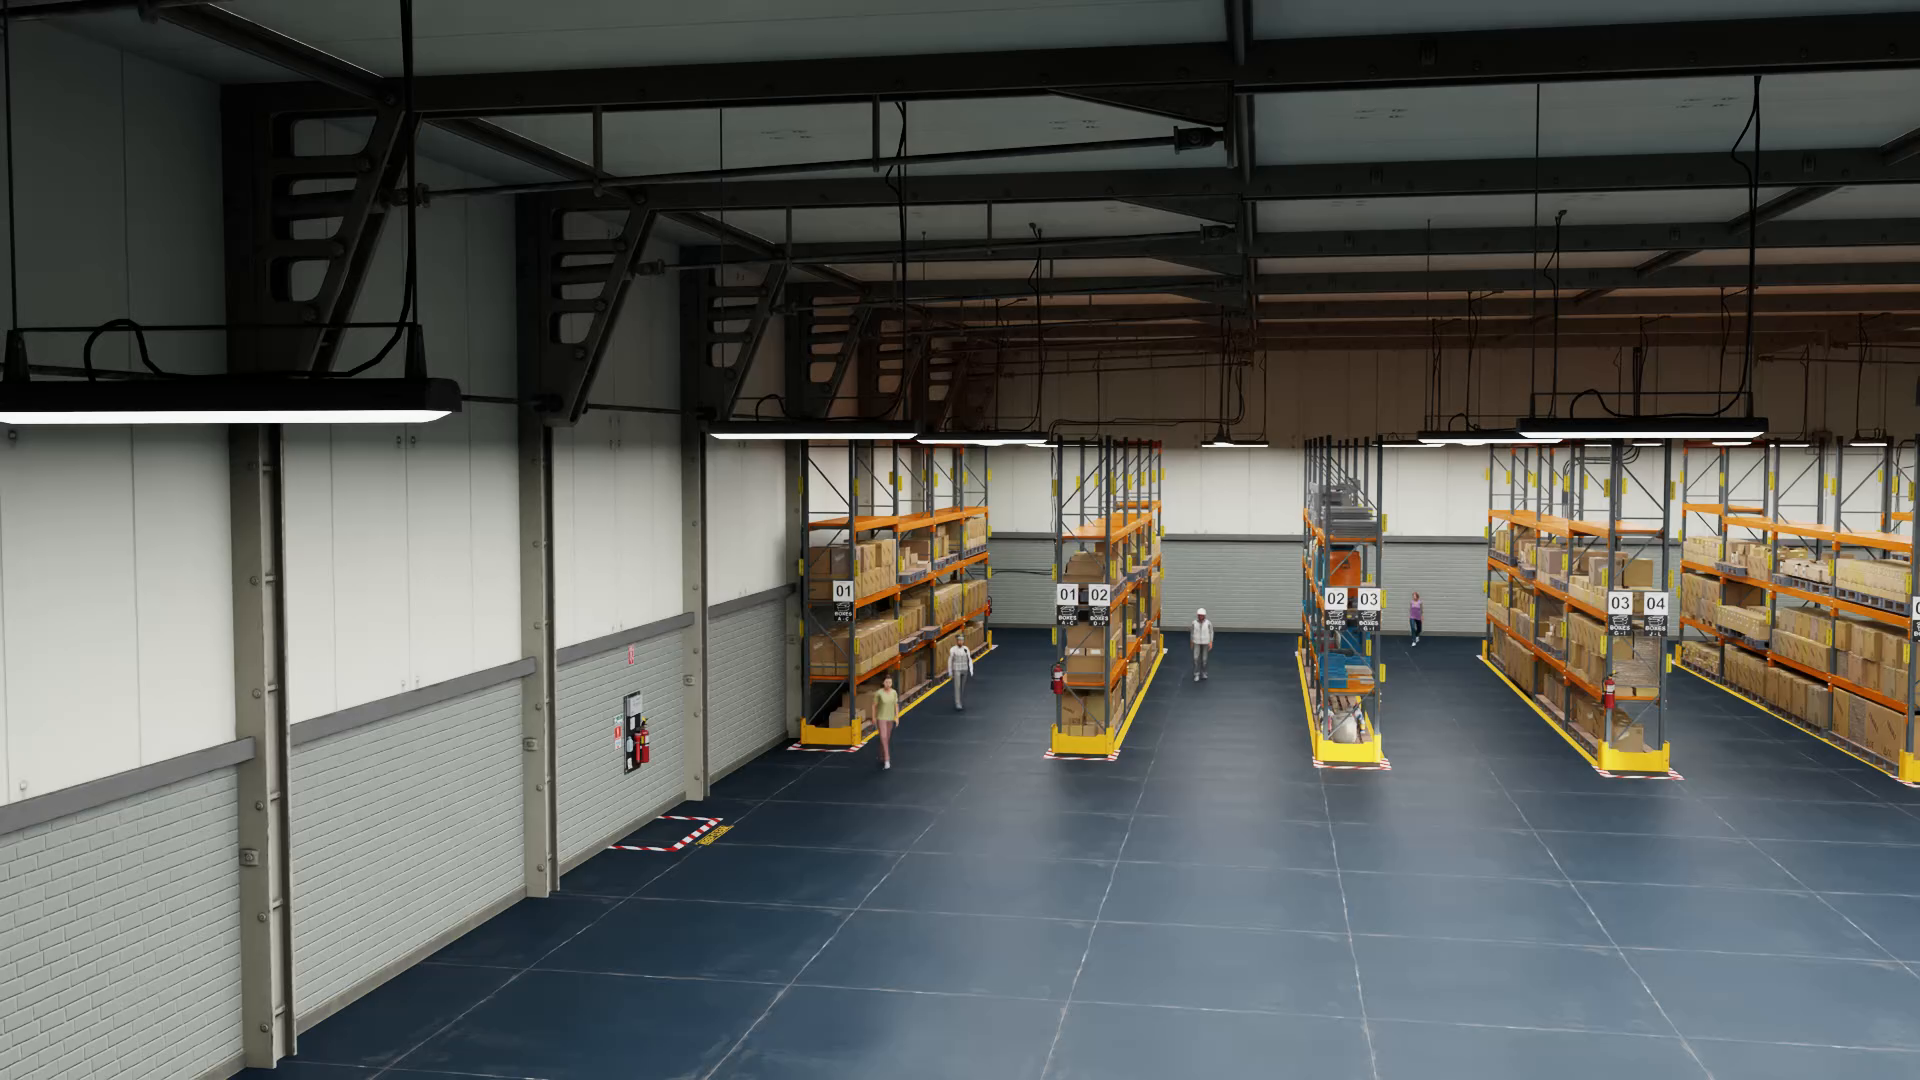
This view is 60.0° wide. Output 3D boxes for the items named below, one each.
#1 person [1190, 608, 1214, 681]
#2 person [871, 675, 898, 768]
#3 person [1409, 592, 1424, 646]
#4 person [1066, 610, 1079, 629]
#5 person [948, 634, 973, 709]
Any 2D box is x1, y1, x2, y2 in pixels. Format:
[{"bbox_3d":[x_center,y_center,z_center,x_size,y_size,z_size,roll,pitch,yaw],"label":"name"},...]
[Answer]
[{"bbox_3d":[6.031,2.614,41.481,0.581,1.823,0.550,1,3,13],"label":"person"},{"bbox_3d":[-1.332,3.251,30.114,0.495,1.624,0.918,-2,4,-32],"label":"person"},{"bbox_3d":[13.363,2.296,48.683,0.416,1.563,0.768,0,3,8],"label":"person"},{"bbox_3d":[3.503,2.149,50.616,0.470,1.648,0.804,-3,4,-39],"label":"person"},{"bbox_3d":[0.030,2.897,36.727,0.521,1.647,0.911,-1,3,-25],"label":"person"}]
